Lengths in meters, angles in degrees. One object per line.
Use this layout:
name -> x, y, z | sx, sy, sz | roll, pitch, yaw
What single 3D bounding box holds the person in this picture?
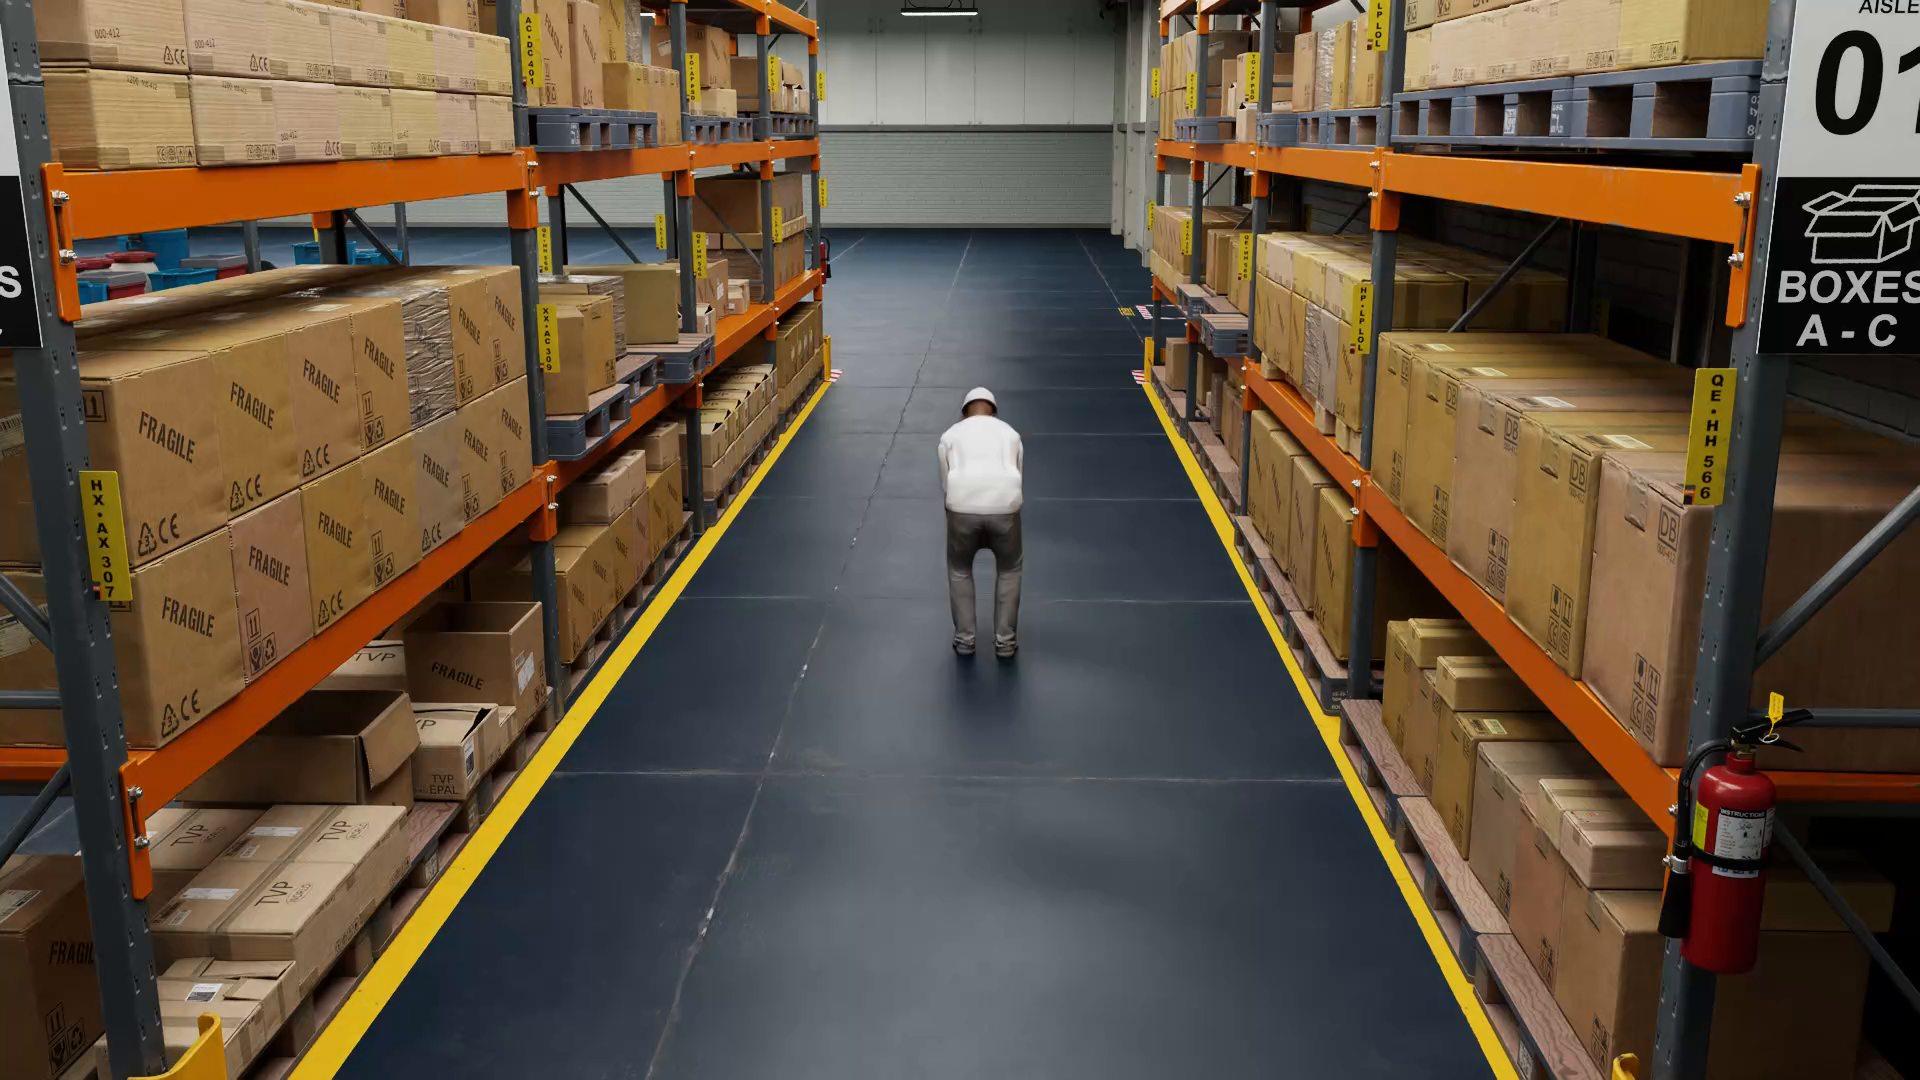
person -> 0.118, -0.112, 9.554 | 0.488, 1.454, 0.857 | 0, 14, 0
